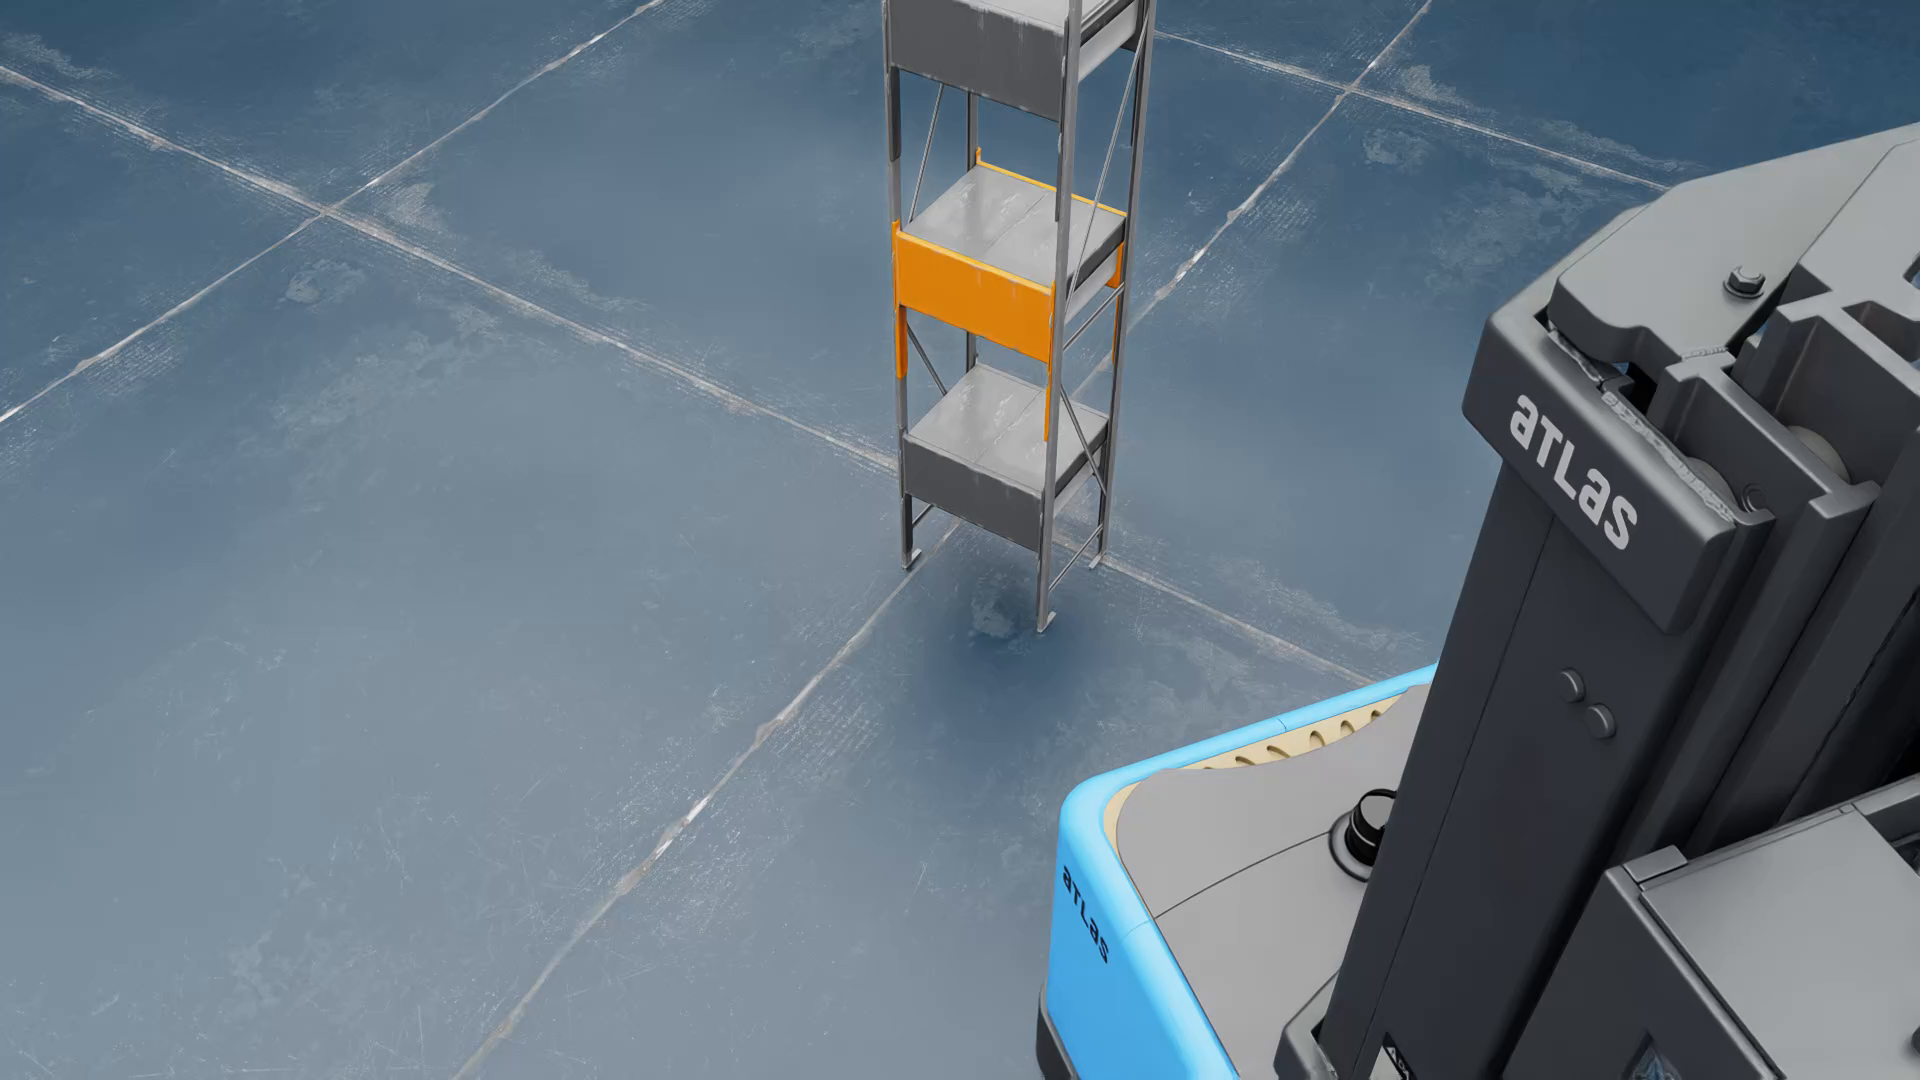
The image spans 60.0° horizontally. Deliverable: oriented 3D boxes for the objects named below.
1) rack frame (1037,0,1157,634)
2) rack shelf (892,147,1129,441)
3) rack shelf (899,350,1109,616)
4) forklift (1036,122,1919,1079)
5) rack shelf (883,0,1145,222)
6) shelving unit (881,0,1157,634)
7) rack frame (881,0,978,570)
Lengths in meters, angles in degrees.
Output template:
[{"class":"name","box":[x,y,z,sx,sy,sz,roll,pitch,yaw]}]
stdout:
[{"class":"rack frame","box":[0.345,-0.573,4.343,0.015,2.100,0.400,25,51,22]},{"class":"rack shelf","box":[0.139,-0.658,4.444,0.480,0.518,0.431,25,51,22]},{"class":"rack shelf","box":[0.139,-0.170,4.946,0.480,0.518,0.431,25,51,22]},{"class":"forklift","box":[1.194,1.073,2.163,1.130,2.935,3.031,-16,48,-15]},{"class":"rack shelf","box":[0.139,-1.146,3.942,0.480,0.518,0.431,25,51,22]},{"class":"shelving unit","box":[0.139,-0.668,4.435,0.503,2.100,0.431,25,51,22]},{"class":"rack frame","box":[-0.066,-0.762,4.526,0.015,2.100,0.400,25,51,22]}]
